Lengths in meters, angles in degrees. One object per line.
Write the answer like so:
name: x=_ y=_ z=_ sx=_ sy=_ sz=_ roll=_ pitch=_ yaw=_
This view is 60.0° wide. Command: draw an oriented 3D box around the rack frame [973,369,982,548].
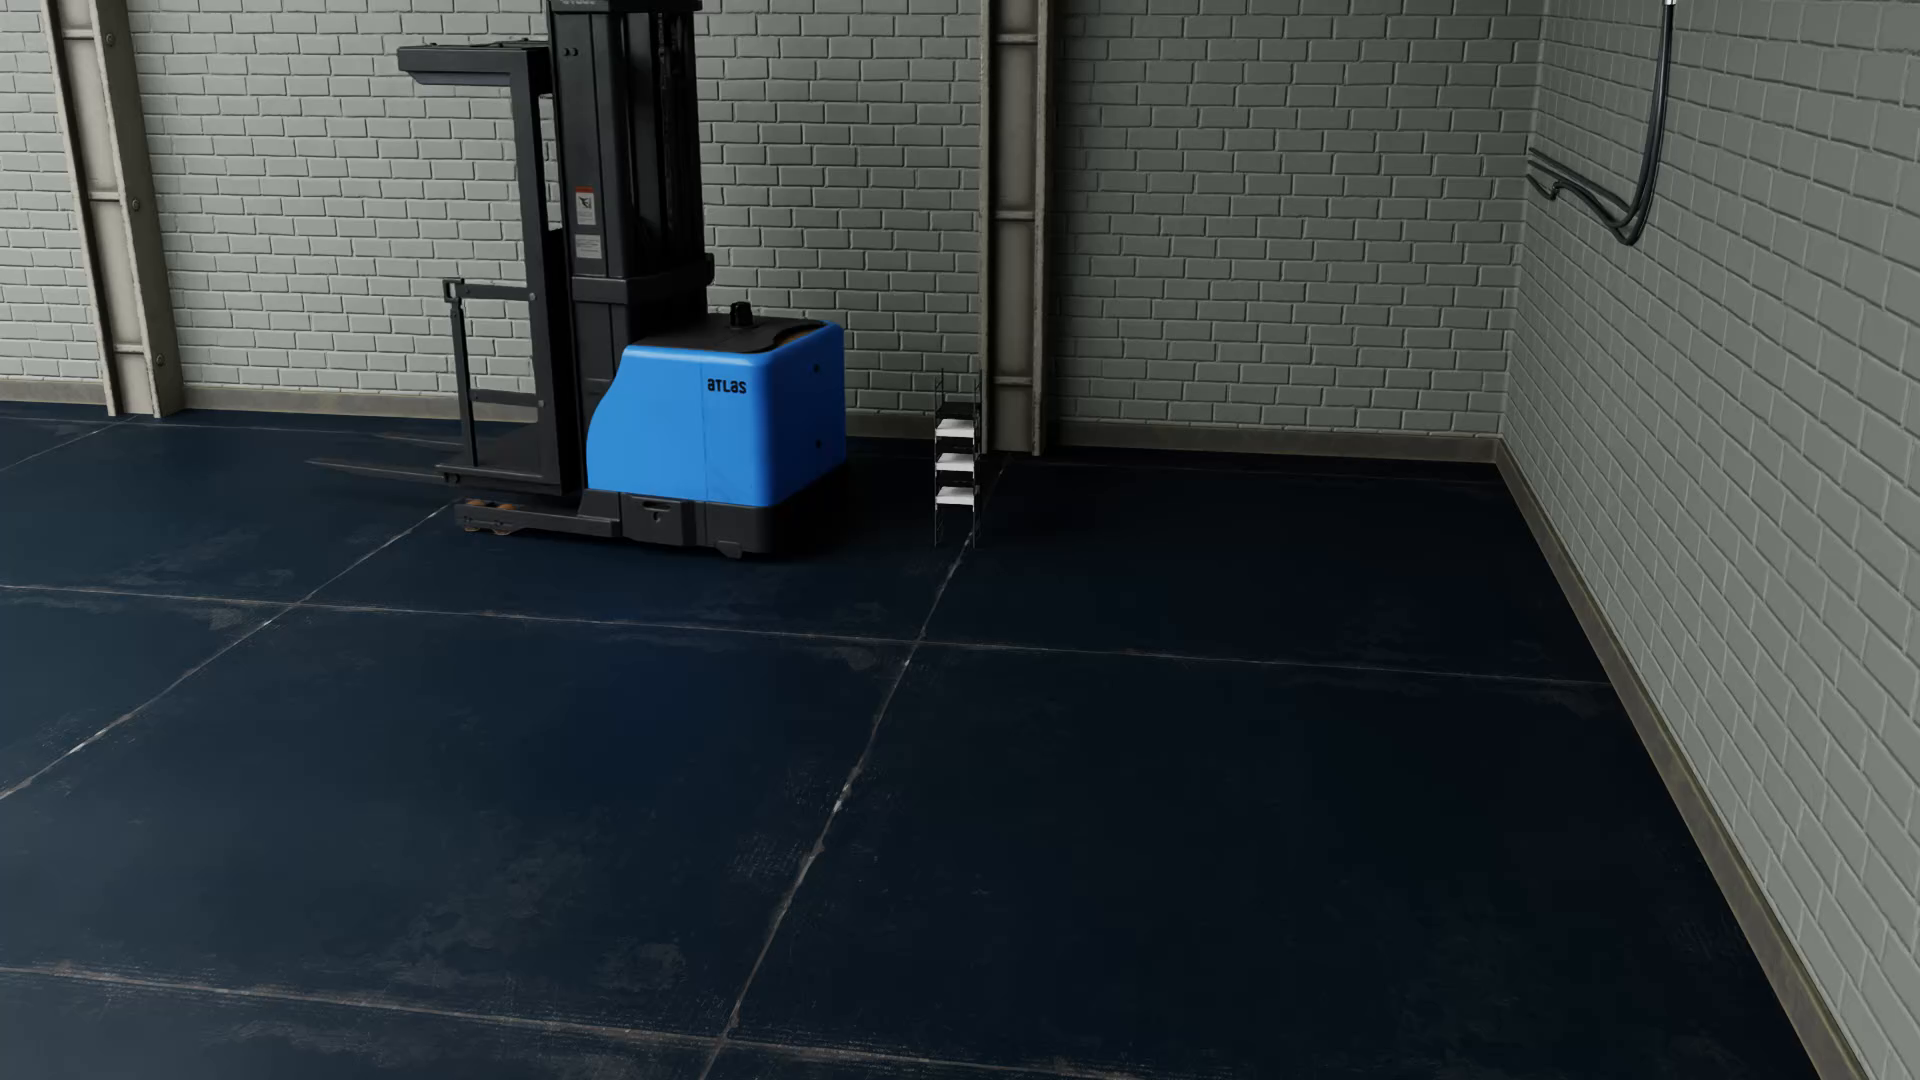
rack frame: x=0.092 y=-0.422 z=8.646 sx=0.006 sy=0.900 sz=0.240 roll=3 pitch=19 yaw=9

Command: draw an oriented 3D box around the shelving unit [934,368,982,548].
shelving unit: x=-0.008 y=-0.427 z=8.662 sx=0.210 sy=0.900 sz=0.258 roll=3 pitch=19 yaw=9

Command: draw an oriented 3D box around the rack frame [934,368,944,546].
rack frame: x=-0.108 y=-0.432 z=8.677 sx=0.006 sy=0.900 sz=0.240 roll=3 pitch=19 yaw=9

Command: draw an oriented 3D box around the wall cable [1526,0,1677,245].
wall cable: x=3.034 y=-2.816 z=7.932 sx=0.112 sy=2.526 sz=3.097 roll=3 pitch=19 yaw=9

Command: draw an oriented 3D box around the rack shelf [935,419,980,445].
rack shelf: x=-0.008 y=-0.566 z=8.615 sx=0.200 sy=0.077 sz=0.258 roll=3 pitch=19 yaw=9

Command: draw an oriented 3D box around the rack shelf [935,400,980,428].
rack shelf: x=-0.008 y=-0.652 z=8.586 sx=0.200 sy=0.077 sz=0.258 roll=3 pitch=19 yaw=9

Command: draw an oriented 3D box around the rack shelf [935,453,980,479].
rack shelf: x=-0.008 y=-0.396 z=8.672 sx=0.200 sy=0.077 sz=0.258 roll=3 pitch=19 yaw=9

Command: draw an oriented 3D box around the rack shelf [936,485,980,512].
rack shelf: x=-0.008 y=-0.225 z=8.729 sx=0.200 sy=0.077 sz=0.258 roll=3 pitch=19 yaw=9

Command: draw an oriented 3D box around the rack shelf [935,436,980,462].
rack shelf: x=-0.008 y=-0.481 z=8.644 sx=0.200 sy=0.077 sz=0.258 roll=3 pitch=19 yaw=9

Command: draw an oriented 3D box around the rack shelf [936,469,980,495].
rack shelf: x=-0.008 y=-0.310 z=8.701 sx=0.200 sy=0.077 sz=0.258 roll=3 pitch=19 yaw=9

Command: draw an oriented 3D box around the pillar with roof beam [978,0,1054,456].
pillar with roof beam: x=-0.348 y=-3.503 z=5.090 sx=0.400 sy=9.000 sz=9.100 roll=3 pitch=19 yaw=9

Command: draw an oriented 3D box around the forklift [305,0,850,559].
forklift: x=-2.182 y=-1.562 z=8.853 sx=3.031 sy=2.935 sz=1.130 roll=6 pitch=20 yaw=18

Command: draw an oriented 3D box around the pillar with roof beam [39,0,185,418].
pillar with roof beam: x=-6.272 y=-3.805 z=5.992 sx=0.400 sy=9.000 sz=9.100 roll=3 pitch=19 yaw=9
